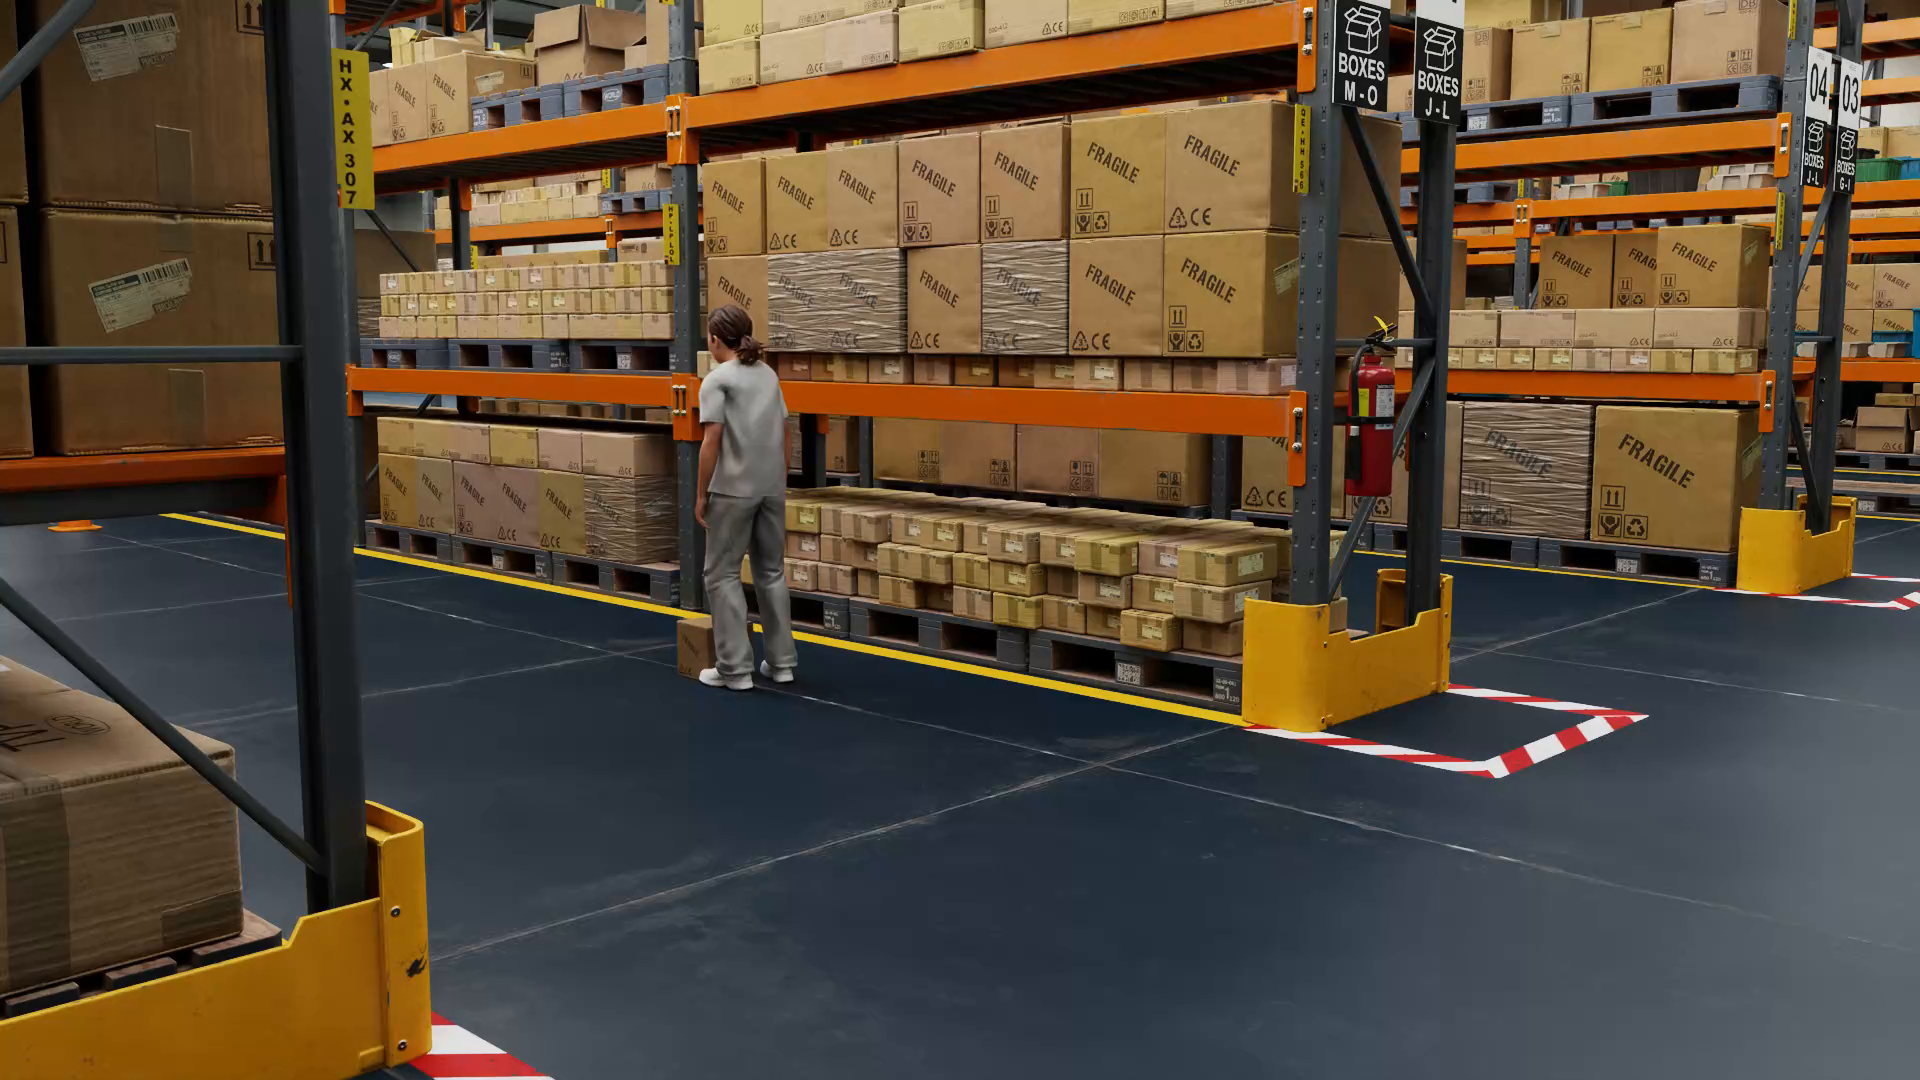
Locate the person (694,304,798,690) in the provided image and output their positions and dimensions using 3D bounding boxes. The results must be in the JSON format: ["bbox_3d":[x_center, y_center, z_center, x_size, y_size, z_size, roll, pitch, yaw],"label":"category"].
[{"bbox_3d":[-0.944,-0.189,7.289,0.509,1.671,0.361,-7,10,-43],"label":"person"}]
